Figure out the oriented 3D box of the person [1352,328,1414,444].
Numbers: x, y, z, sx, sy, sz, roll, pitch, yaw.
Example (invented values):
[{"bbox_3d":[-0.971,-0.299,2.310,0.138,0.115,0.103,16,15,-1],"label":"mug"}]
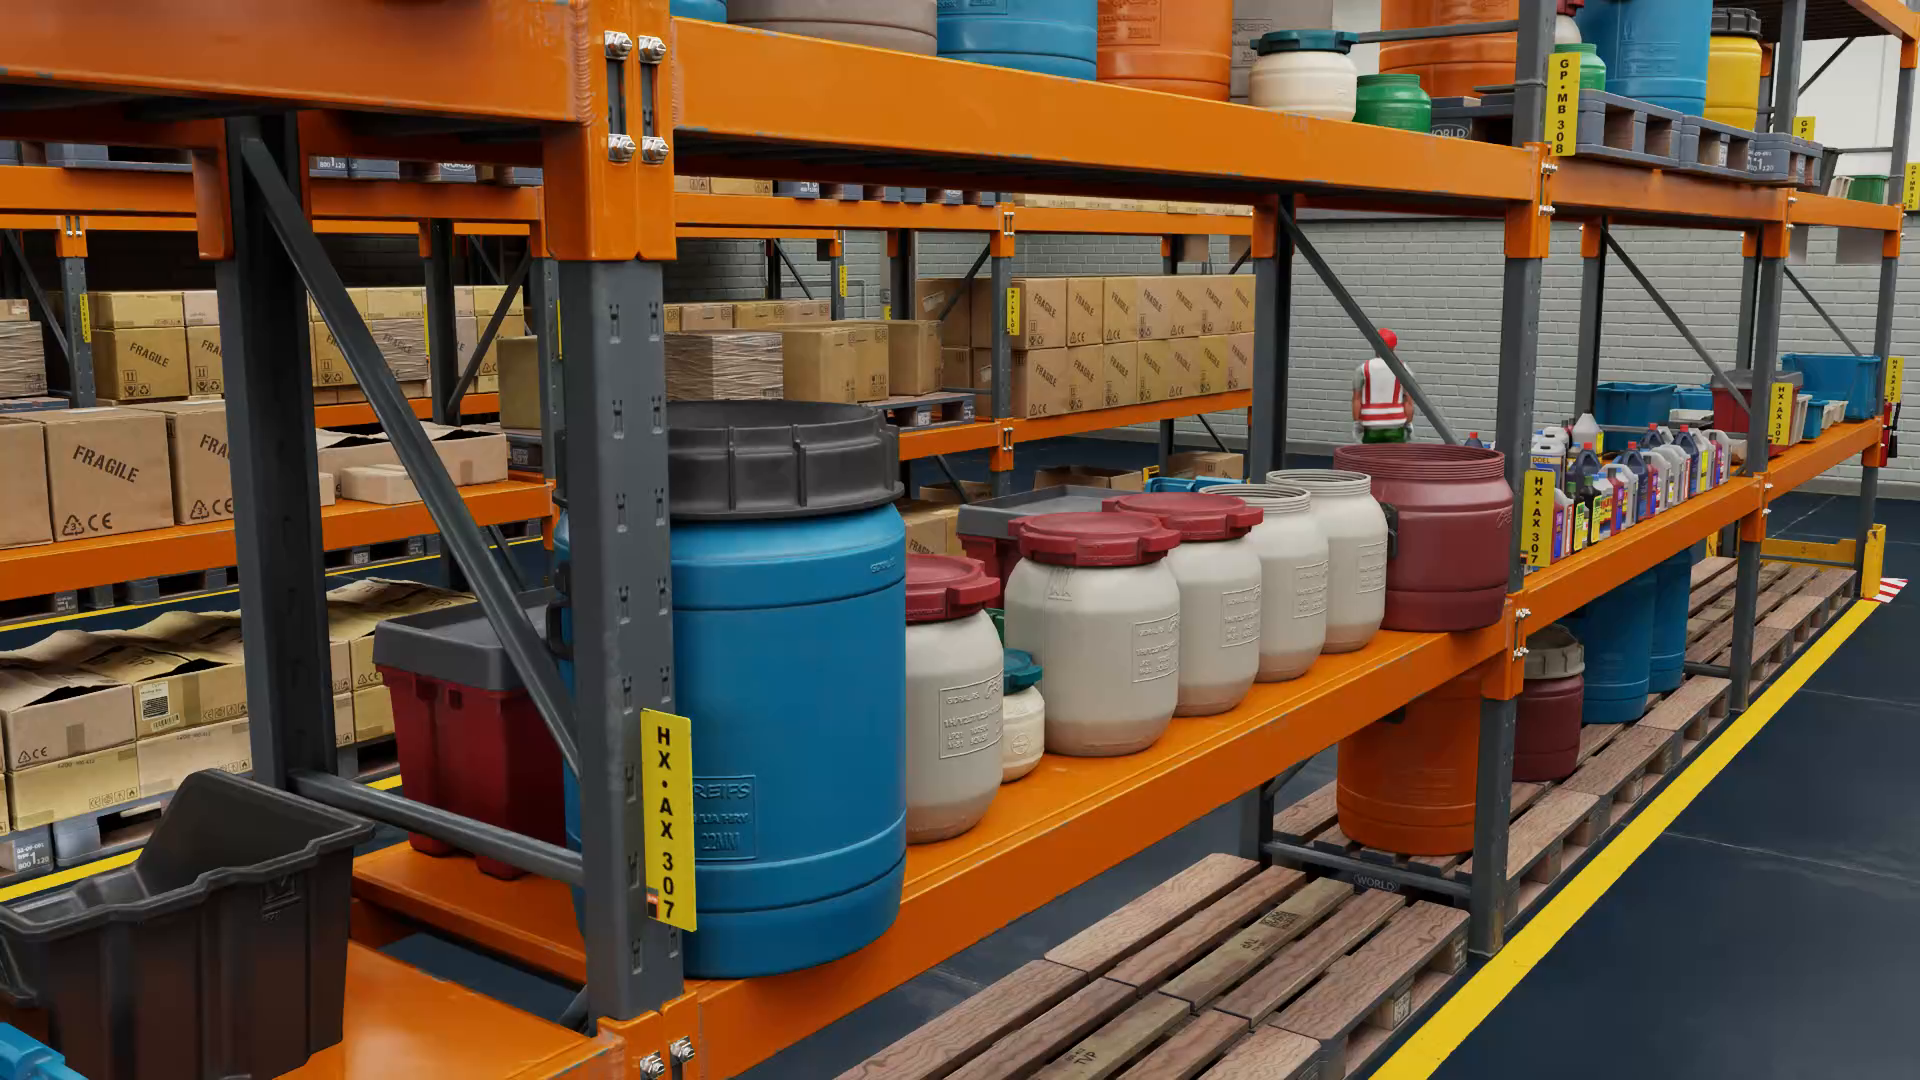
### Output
[{"bbox_3d":[3.879,-1.010,15.269,0.550,1.853,0.417,4,10,21],"label":"person"}]
